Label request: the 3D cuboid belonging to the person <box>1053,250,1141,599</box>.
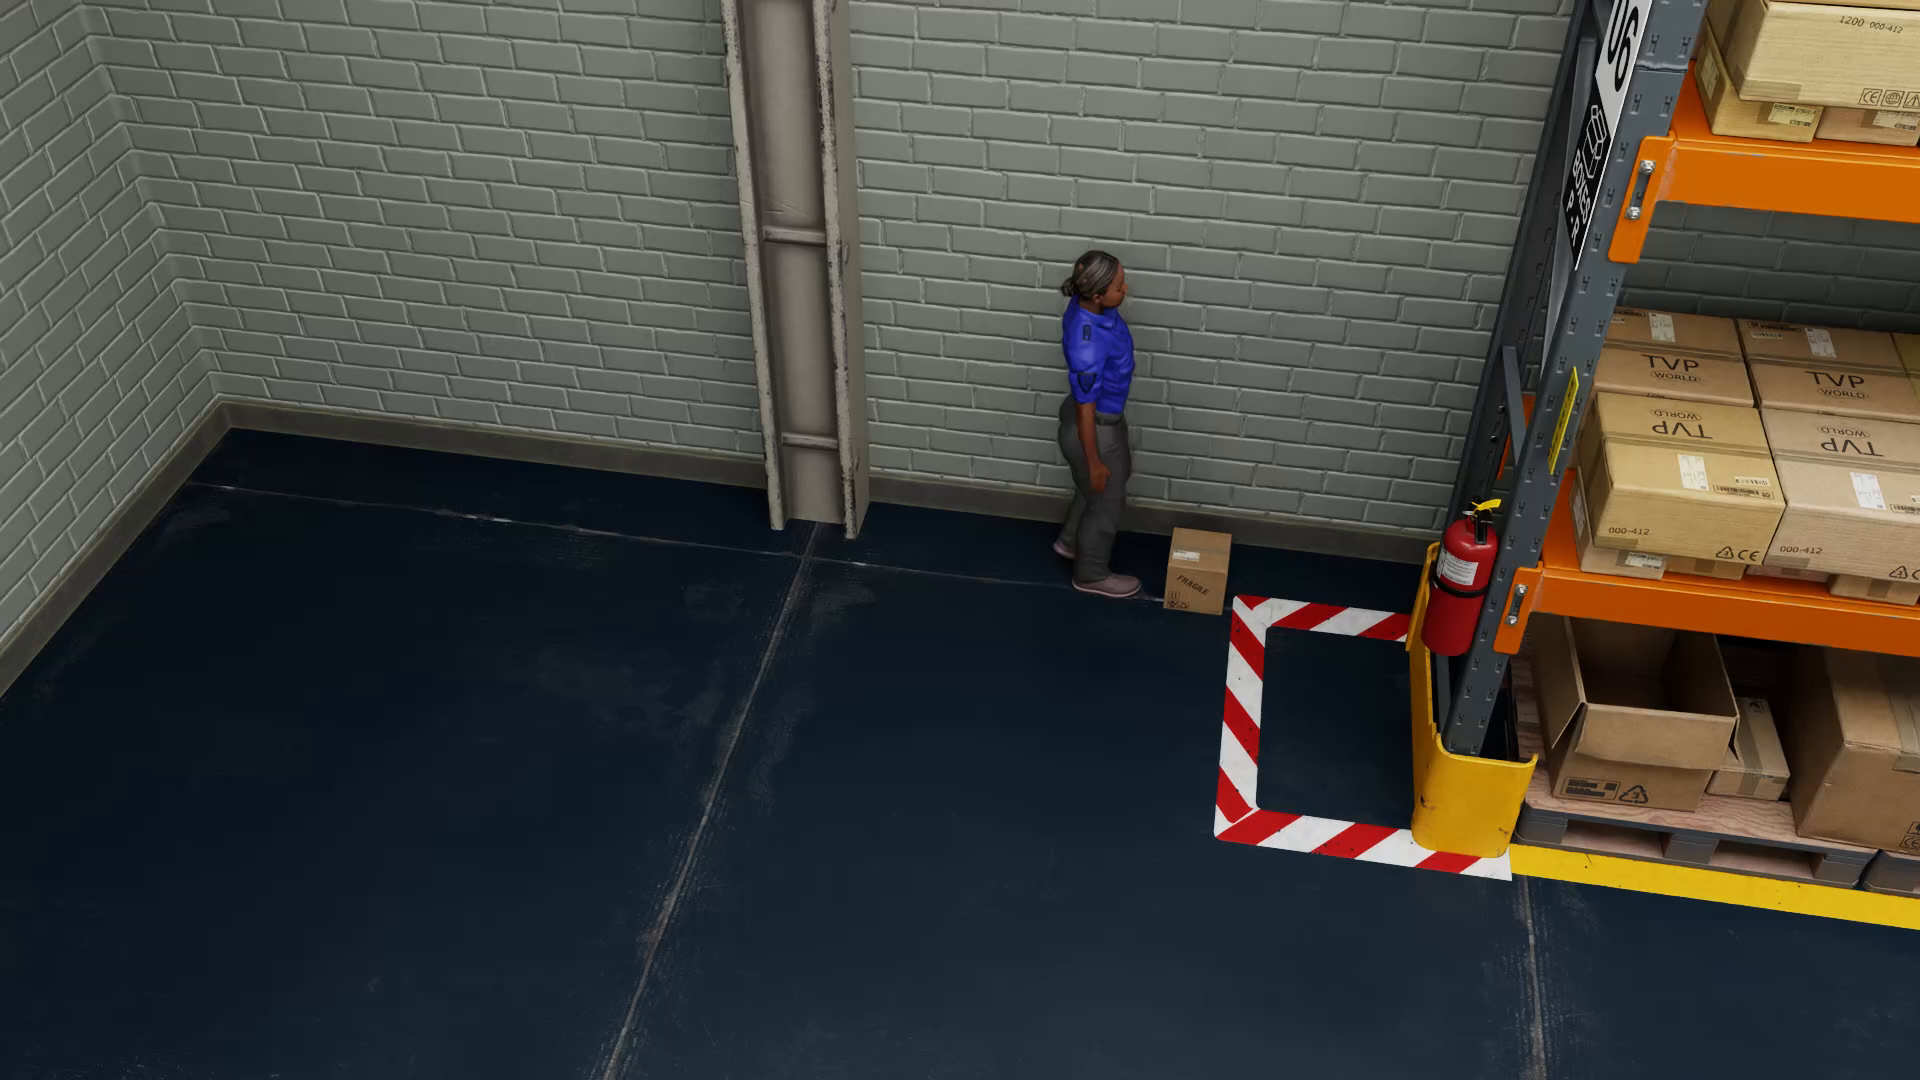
[{"bbox_3d":[0.579,-0.428,6.692,0.406,1.695,0.484,3,41,3],"label":"person"}]
